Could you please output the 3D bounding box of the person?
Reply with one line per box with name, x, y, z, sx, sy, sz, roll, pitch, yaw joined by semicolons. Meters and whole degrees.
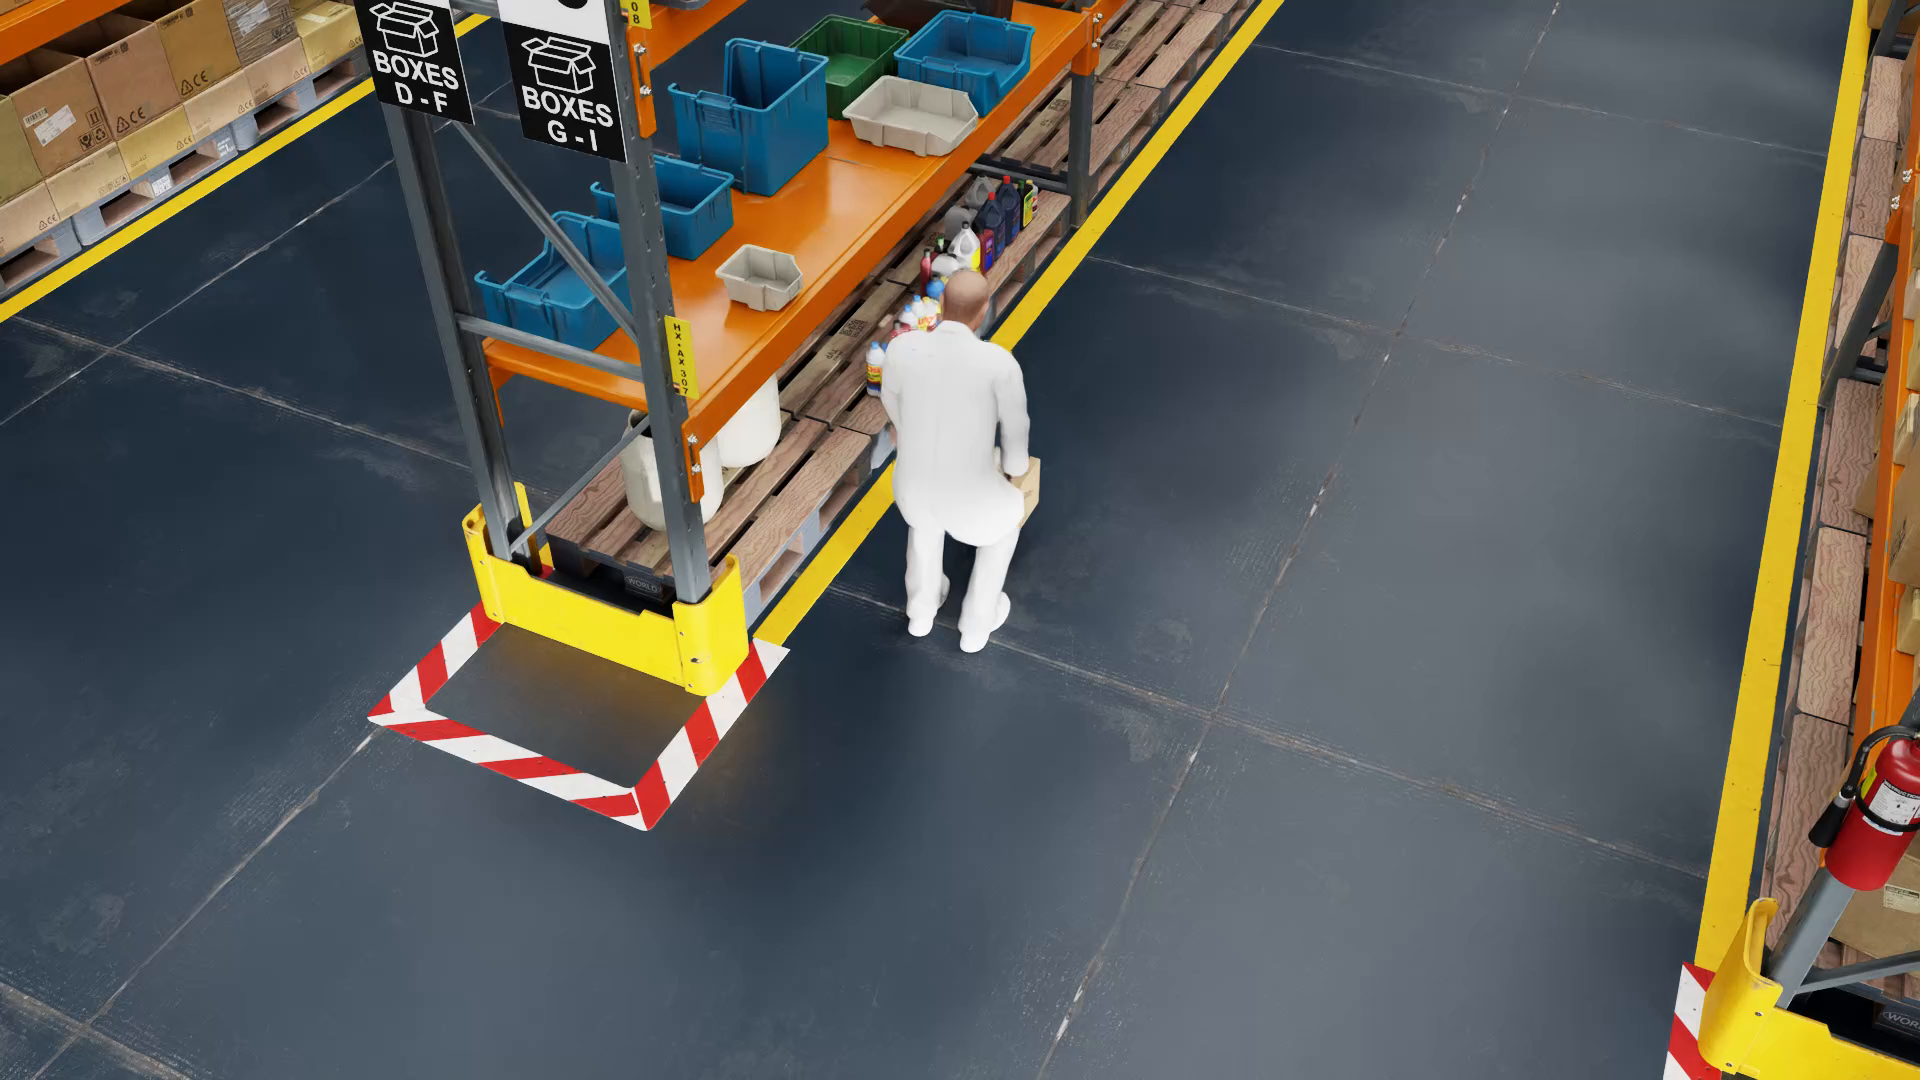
person;-0.037;-0.281;6.629;0.619;1.601;0.564;16;44;17
